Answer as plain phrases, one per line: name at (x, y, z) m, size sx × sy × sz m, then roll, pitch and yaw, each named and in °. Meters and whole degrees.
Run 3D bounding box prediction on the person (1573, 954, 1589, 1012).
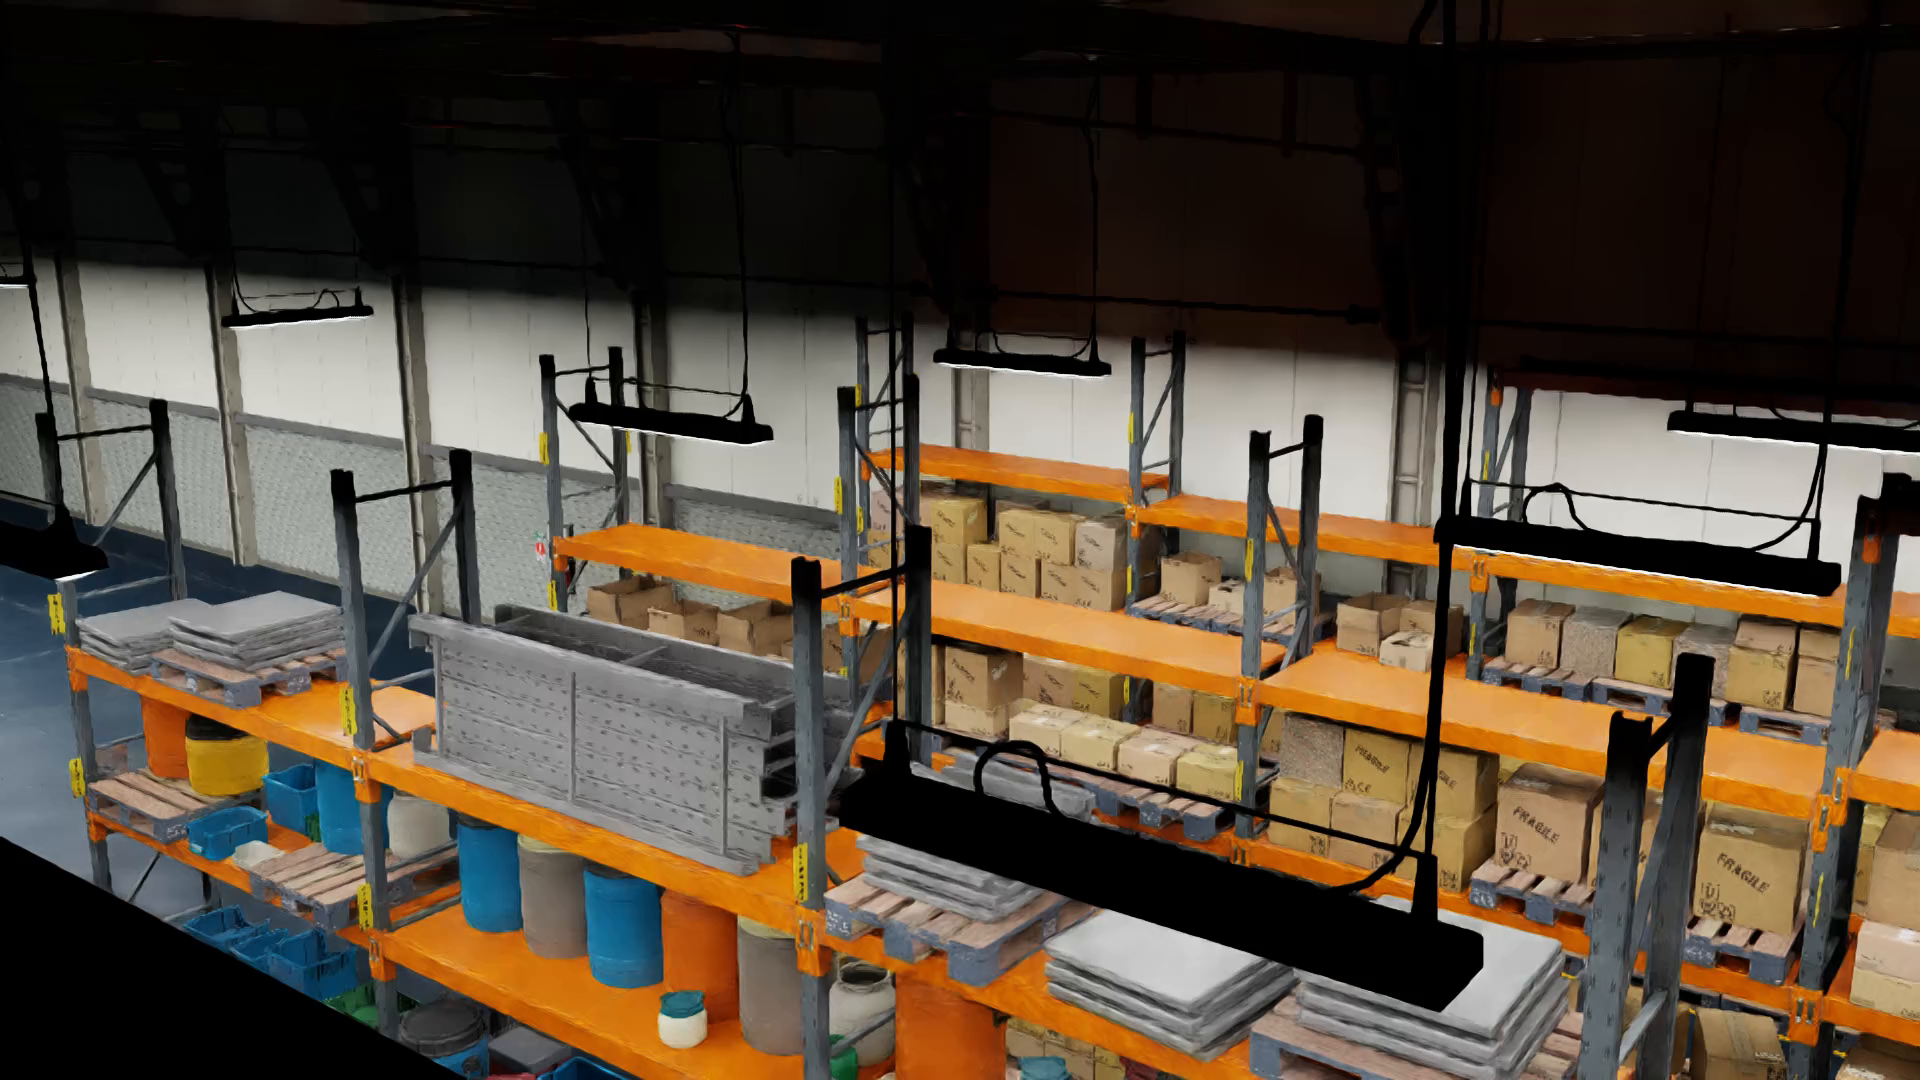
person at (5.754, 3.802, 15.060) m, size 1.111 × 1.686 × 0.583 m, roll 9°, pitch 16°, yaw 34°
